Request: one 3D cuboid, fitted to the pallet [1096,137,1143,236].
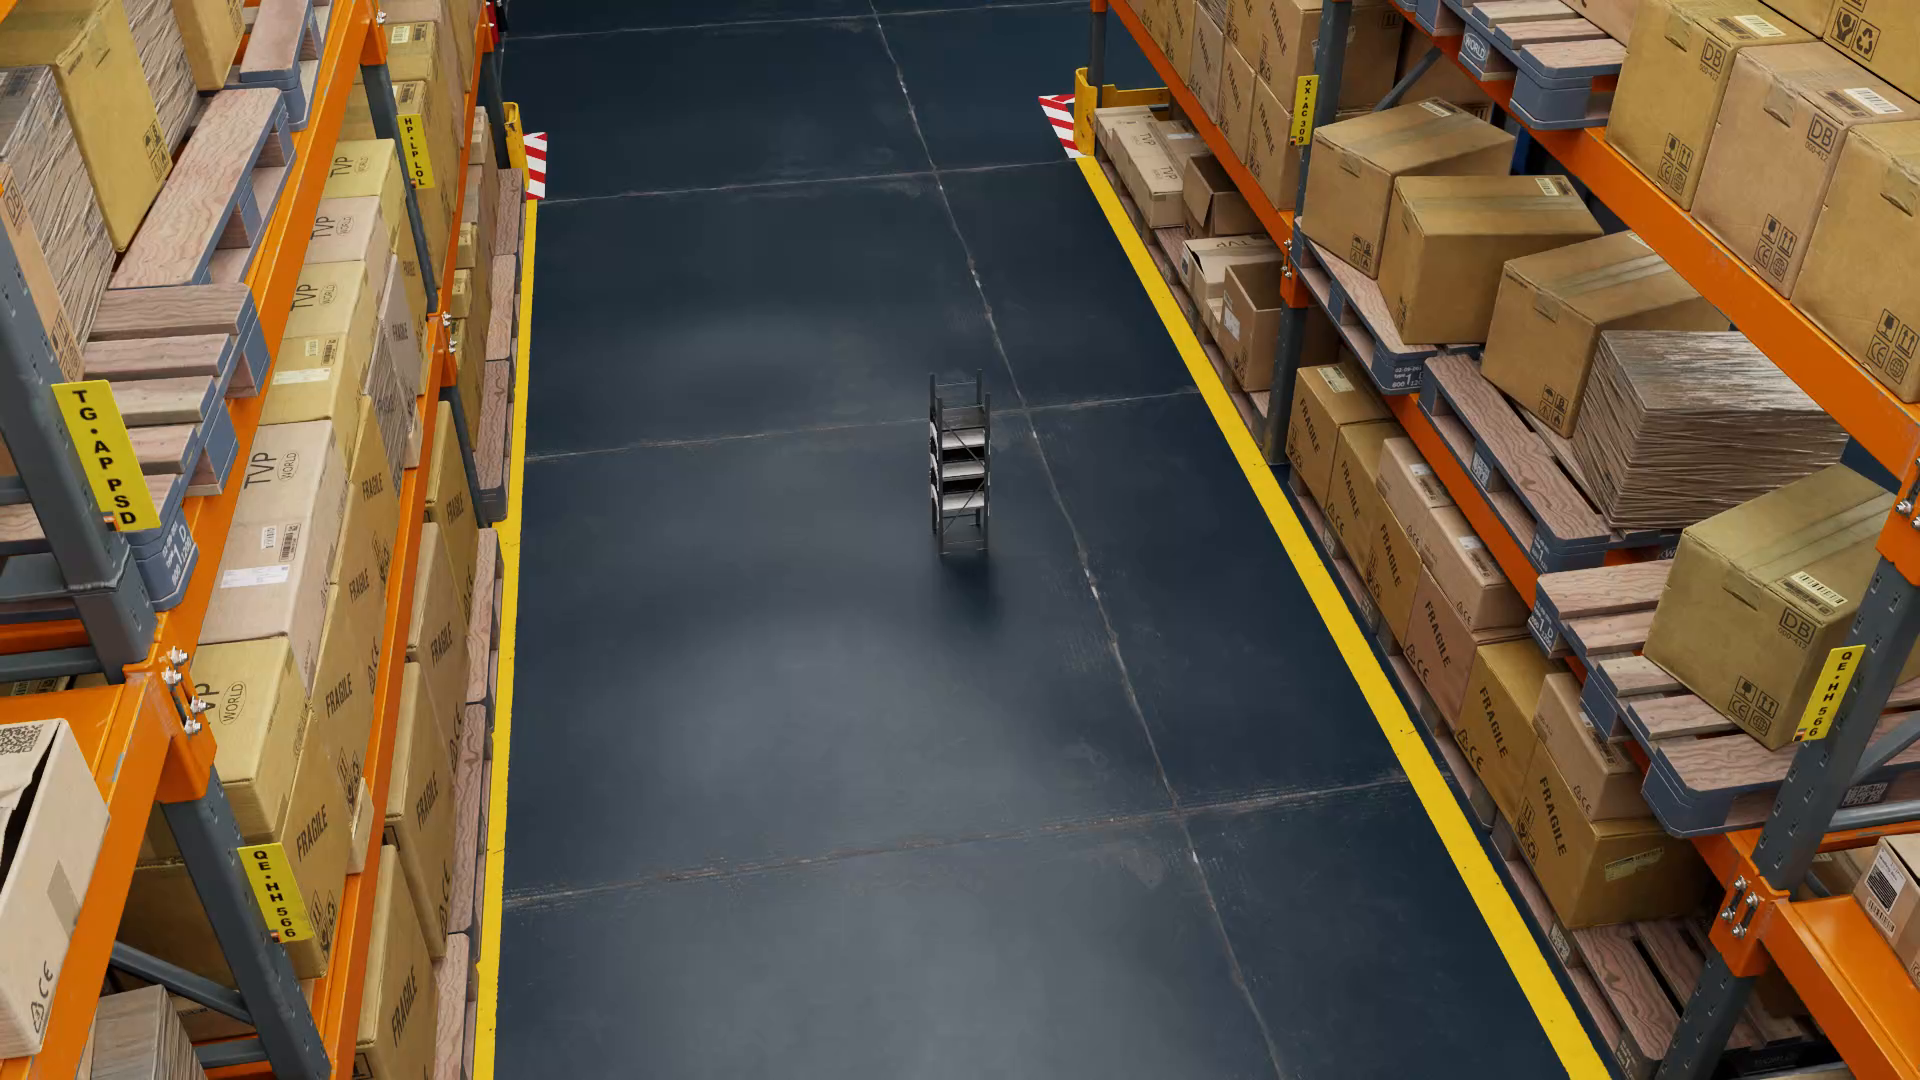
[{"bbox_3d":[1.538,-2.441,11.120,1.003,0.211,1.213,-6,38,-8],"label":"pallet"}]

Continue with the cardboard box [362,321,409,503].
[{"bbox_3d":[-2.283,-0.420,5.906,0.500,0.500,0.500,-6,38,-8],"label":"cardboard box"}]

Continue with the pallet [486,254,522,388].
[{"bbox_3d":[-3.065,-1.224,9.553,1.003,0.211,1.213,-6,38,-8],"label":"pallet"}]

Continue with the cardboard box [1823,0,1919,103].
[{"bbox_3d":[2.627,-1.429,4.203,0.500,0.500,0.500,-6,38,-8],"label":"cardboard box"}]

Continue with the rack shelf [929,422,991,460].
[{"bbox_3d":[-0.001,-0.476,7.790,0.258,0.077,0.200,-6,38,-8],"label":"rack shelf"}]

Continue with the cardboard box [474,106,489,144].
[{"bbox_3d":[-3.069,-2.500,10.089,0.380,0.149,0.250,-7,38,-8],"label":"cardboard box"}]

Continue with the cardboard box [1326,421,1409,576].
[{"bbox_3d":[2.034,-0.201,7.643,0.500,0.500,0.500,-6,38,-7],"label":"cardboard box"}]

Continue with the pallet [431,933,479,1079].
[{"bbox_3d":[-2.154,1.914,5.514,1.003,0.211,1.213,-6,38,-8],"label":"pallet"}]

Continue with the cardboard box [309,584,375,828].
[{"bbox_3d":[-2.006,0.494,4.729,0.500,0.500,0.500,-5,38,-6],"label":"cardboard box"}]

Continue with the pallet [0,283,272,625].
[{"bbox_3d":[-2.255,-0.196,3.666,1.213,0.211,1.003,-5,38,-6],"label":"pallet"}]

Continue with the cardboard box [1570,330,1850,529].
[{"bbox_3d":[2.593,-0.384,5.776,0.700,0.500,0.500,0,38,1],"label":"cardboard box"}]

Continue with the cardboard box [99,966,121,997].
[{"bbox_3d":[-2.432,0.875,4.238,0.500,0.500,0.500,-6,38,-8],"label":"cardboard box"}]

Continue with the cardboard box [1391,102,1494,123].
[{"bbox_3d":[2.264,-2.030,8.237,0.500,0.500,0.500,-5,38,-7],"label":"cardboard box"}]

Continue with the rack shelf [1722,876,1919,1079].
[{"bbox_3d":[3.137,2.254,3.390,1.077,0.370,4.000,-6,38,-8],"label":"rack shelf"}]

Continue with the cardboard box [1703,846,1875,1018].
[{"bbox_3d":[2.988,1.270,5.749,0.500,0.500,0.500,-5,38,-6],"label":"cardboard box"}]

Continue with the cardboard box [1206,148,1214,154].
[{"bbox_3d":[1.859,-2.279,10.521,0.500,0.250,0.500,-6,38,-8],"label":"cardboard box"}]

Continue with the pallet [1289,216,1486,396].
[{"bbox_3d":[2.118,-1.084,7.256,1.003,0.211,1.213,-6,38,-8],"label":"pallet"}]

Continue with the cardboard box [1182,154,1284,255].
[{"bbox_3d":[1.751,-1.976,9.925,0.797,0.503,0.637,-6,38,-8],"label":"cardboard box"}]

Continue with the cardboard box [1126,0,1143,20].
[{"bbox_3d":[1.298,-3.502,10.131,0.500,0.500,0.500,-7,38,-8],"label":"cardboard box"}]

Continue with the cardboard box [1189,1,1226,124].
[{"bbox_3d":[1.561,-2.589,8.956,0.500,0.500,0.500,-5,38,-7],"label":"cardboard box"}]

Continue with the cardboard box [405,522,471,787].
[{"bbox_3d":[-2.391,0.480,6.498,0.750,0.750,0.750,-5,38,-7],"label":"cardboard box"}]

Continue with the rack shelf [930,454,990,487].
[{"bbox_3d":[-0.001,-0.334,7.901,0.258,0.077,0.200,-6,38,-8],"label":"rack shelf"}]

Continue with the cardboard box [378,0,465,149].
[{"bbox_3d":[-3.130,-2.446,8.610,0.980,0.700,0.700,-8,39,-10],"label":"cardboard box"}]

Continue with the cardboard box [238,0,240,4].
[{"bbox_3d":[-2.745,-1.973,5.360,0.700,0.500,0.500,-8,39,-10],"label":"cardboard box"}]

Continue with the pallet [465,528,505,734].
[{"bbox_3d":[-2.582,0.440,7.411,1.003,0.211,1.213,-6,38,-8],"label":"pallet"}]

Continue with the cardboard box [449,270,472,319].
[{"bbox_3d":[-2.702,-1.243,8.471,0.380,0.149,0.250,-5,38,-6],"label":"cardboard box"}]

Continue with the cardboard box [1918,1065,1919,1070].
[{"bbox_3d":[2.752,1.358,4.029,0.500,0.311,0.500,-7,38,-8],"label":"cardboard box"}]

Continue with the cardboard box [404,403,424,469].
[{"bbox_3d":[-2.281,-0.389,6.394,0.380,0.149,0.250,-6,38,-8],"label":"cardboard box"}]

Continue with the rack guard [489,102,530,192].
[{"bbox_3d":[-3.497,-2.562,11.040,1.175,0.500,0.348,-6,38,-8],"label":"rack guard"}]

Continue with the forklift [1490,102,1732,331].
[{"bbox_3d":[4.206,-3.059,9.699,1.130,2.935,3.031,-9,39,-11],"label":"forklift"}]

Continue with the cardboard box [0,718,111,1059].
[{"bbox_3d":[-1.698,0.546,2.614,0.500,0.311,0.500,-6,38,-8],"label":"cardboard box"}]

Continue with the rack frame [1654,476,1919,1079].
[{"bbox_3d":[2.786,0.762,4.724,1.000,3.000,0.127,-6,38,-8],"label":"rack frame"}]

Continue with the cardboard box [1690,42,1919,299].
[{"bbox_3d":[2.587,-1.030,4.504,0.910,0.500,0.500,-6,38,-8],"label":"cardboard box"}]

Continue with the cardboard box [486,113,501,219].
[{"bbox_3d":[-3.271,-2.301,10.362,0.700,0.500,0.500,-6,38,-8],"label":"cardboard box"}]

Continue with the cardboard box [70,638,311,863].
[{"bbox_3d":[-1.921,0.517,4.088,0.500,0.250,0.500,-5,38,-7],"label":"cardboard box"}]

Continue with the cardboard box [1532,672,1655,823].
[{"bbox_3d":[2.377,0.706,5.864,0.500,0.250,0.500,-5,38,-6],"label":"cardboard box"}]

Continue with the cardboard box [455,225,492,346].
[{"bbox_3d":[-2.994,-1.374,9.169,0.700,0.500,0.500,-5,38,-7],"label":"cardboard box"}]

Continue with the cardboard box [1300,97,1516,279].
[{"bbox_3d":[1.948,-1.549,7.275,0.700,0.500,0.500,-19,42,-23],"label":"cardboard box"}]

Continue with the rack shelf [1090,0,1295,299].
[{"bbox_3d":[1.734,-2.578,9.609,1.077,0.370,4.000,-6,38,-8],"label":"rack shelf"}]

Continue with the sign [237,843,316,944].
[{"bbox_3d":[-1.557,0.807,3.787,0.100,0.325,0.005,-6,38,-8],"label":"sign"}]

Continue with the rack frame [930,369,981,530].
[{"bbox_3d":[-0.019,-0.422,7.959,0.240,0.900,0.006,-6,38,-8],"label":"rack frame"}]

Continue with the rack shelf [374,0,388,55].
[{"bbox_3d":[-3.142,-3.227,8.000,1.077,0.370,4.000,-6,38,-8],"label":"rack shelf"}]

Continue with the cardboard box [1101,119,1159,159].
[{"bbox_3d":[1.163,-2.684,11.110,0.380,0.166,0.250,-6,38,-8],"label":"cardboard box"}]

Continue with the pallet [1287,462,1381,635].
[{"bbox_3d":[2.265,-0.065,8.062,1.003,0.211,1.213,-6,38,-8],"label":"pallet"}]

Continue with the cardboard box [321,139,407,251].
[{"bbox_3d":[-2.458,-1.325,6.459,0.500,0.250,0.500,-5,38,-7],"label":"cardboard box"}]

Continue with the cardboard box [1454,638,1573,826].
[{"bbox_3d":[2.301,0.723,6.453,0.500,0.500,0.500,-8,38,-10],"label":"cardboard box"}]

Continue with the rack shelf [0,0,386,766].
[{"bbox_3d":[-2.441,-0.811,4.890,1.077,0.370,4.000,-6,38,-8],"label":"rack shelf"}]

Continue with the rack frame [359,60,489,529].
[{"bbox_3d":[-2.791,-1.119,7.145,1.000,3.000,0.127,-6,38,-8],"label":"rack frame"}]

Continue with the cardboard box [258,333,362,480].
[{"bbox_3d":[-2.198,-0.399,5.268,0.500,0.250,0.500,-7,38,-9],"label":"cardboard box"}]

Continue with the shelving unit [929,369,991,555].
[{"bbox_3d":[-0.001,-0.360,7.880,0.258,0.900,0.210,-6,38,-8],"label":"shelving unit"}]

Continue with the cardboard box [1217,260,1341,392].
[{"bbox_3d":[1.706,-1.154,8.869,0.500,0.500,0.500,-6,38,-8],"label":"cardboard box"}]

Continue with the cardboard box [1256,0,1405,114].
[{"bbox_3d":[1.741,-2.366,7.854,0.500,0.500,0.500,-6,38,-8],"label":"cardboard box"}]

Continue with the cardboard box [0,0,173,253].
[{"bbox_3d":[-2.460,-1.037,4.155,0.700,0.500,0.500,-4,38,-6],"label":"cardboard box"}]
